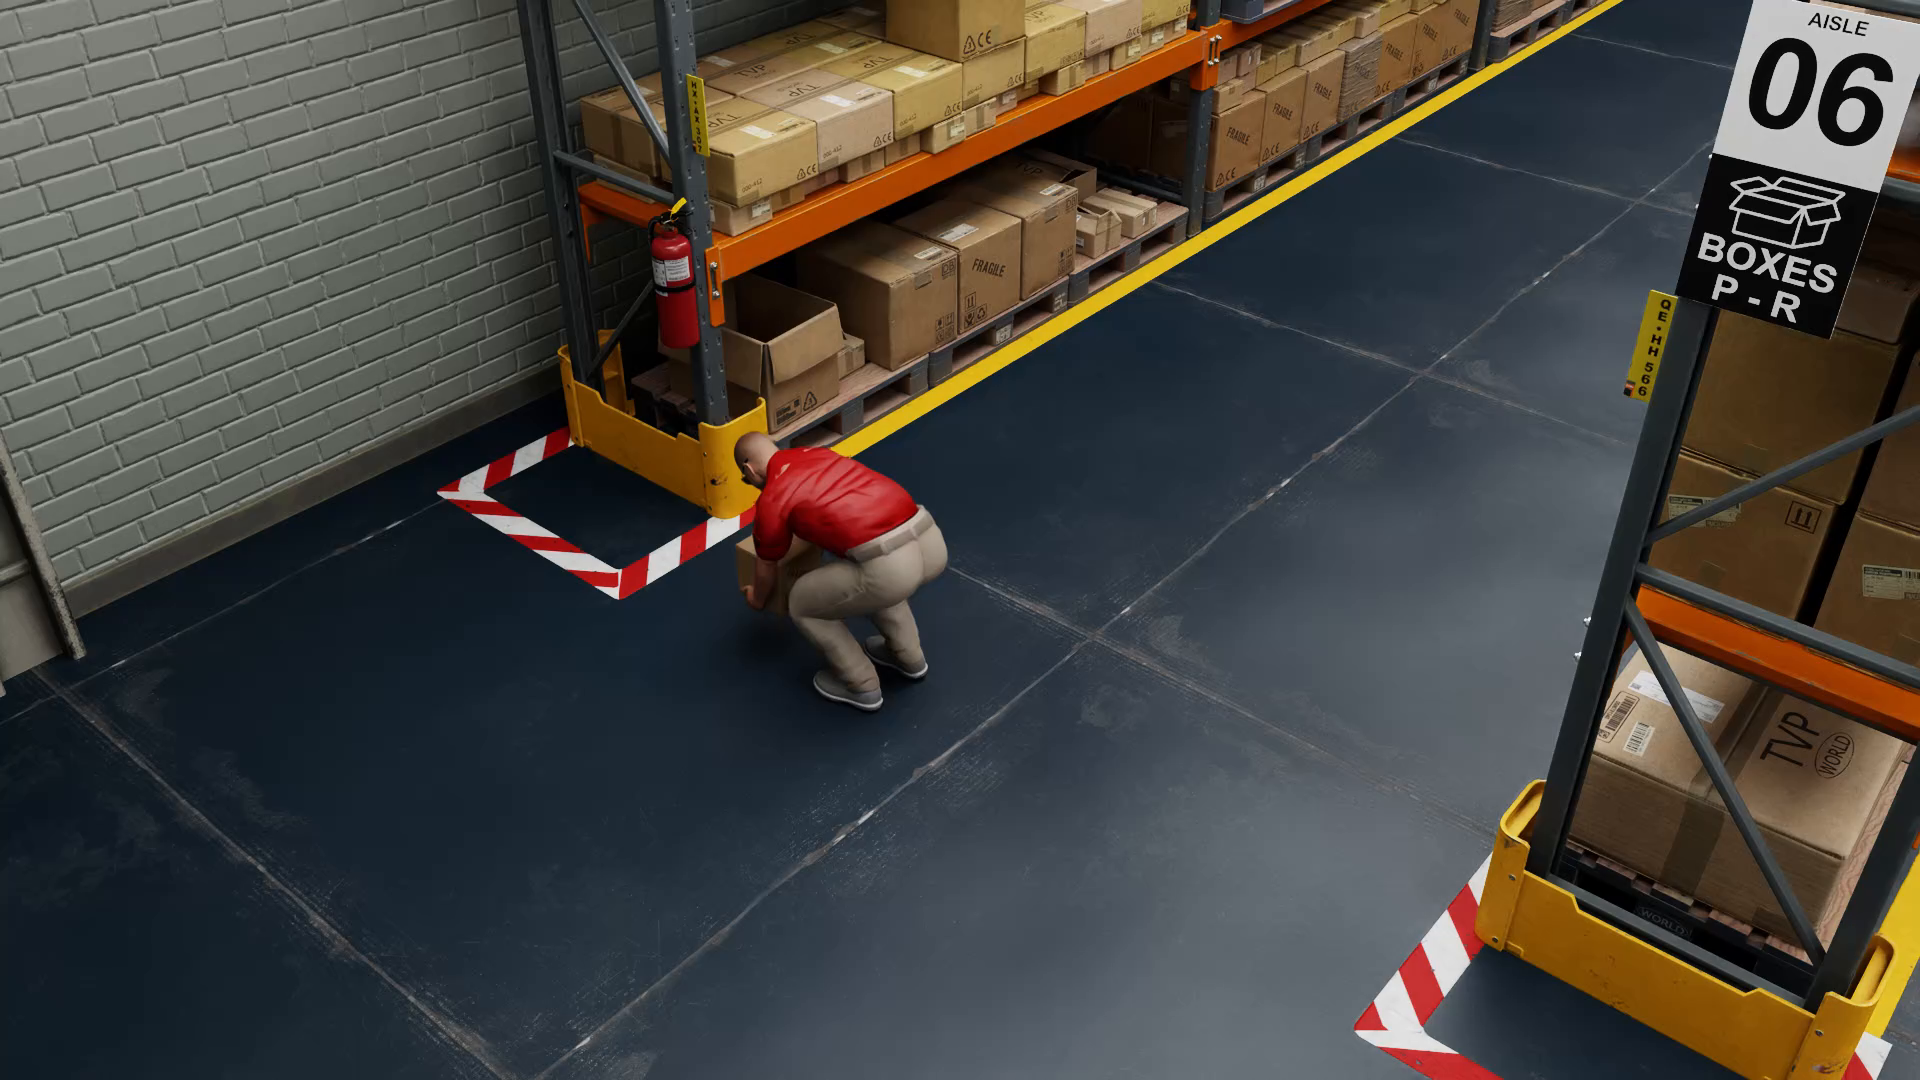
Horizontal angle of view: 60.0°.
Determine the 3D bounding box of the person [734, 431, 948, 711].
[{"bbox_3d":[-0.496,0.112,6.649,0.938,0.990,0.542,23,41,30],"label":"person"}]
